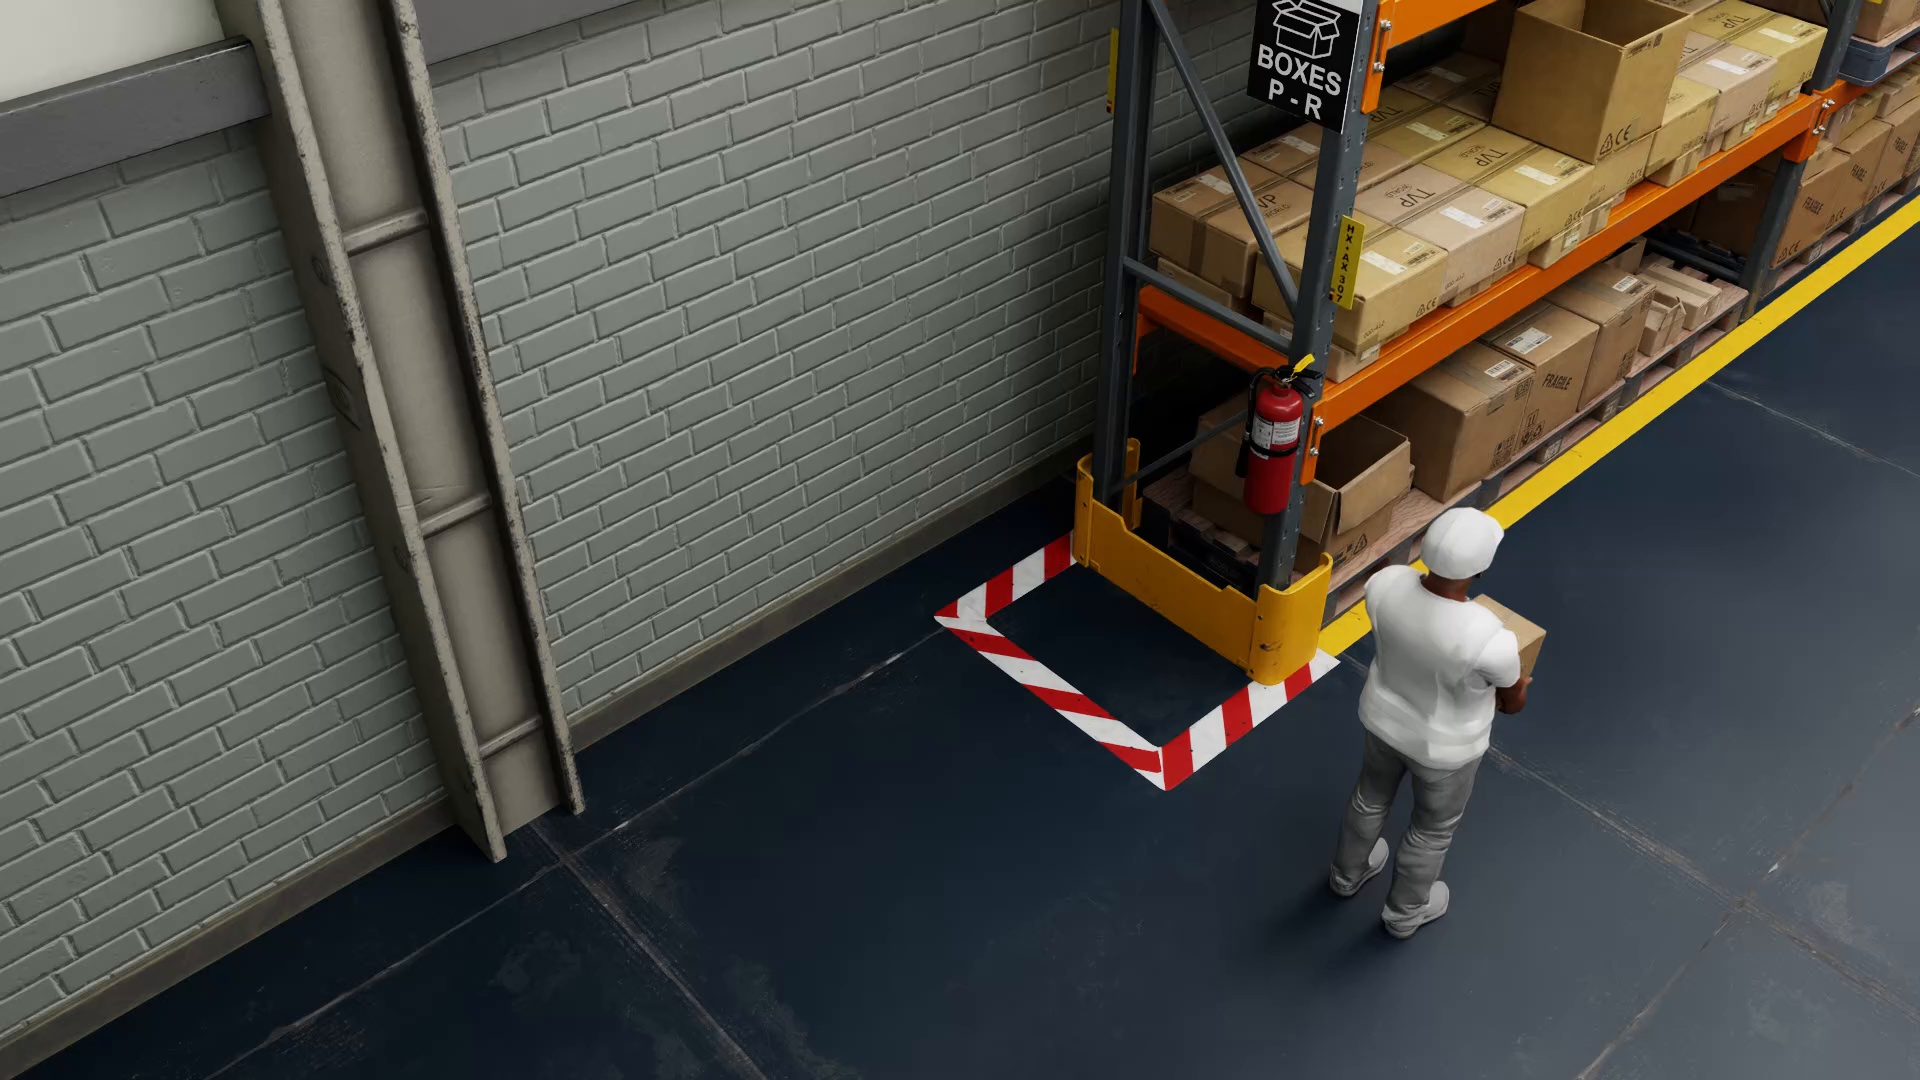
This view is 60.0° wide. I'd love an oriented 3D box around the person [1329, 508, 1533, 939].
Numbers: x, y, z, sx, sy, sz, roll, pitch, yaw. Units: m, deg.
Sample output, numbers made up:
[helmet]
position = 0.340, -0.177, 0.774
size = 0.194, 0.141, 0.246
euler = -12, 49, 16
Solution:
[person]
position = 1.576, 0.554, 5.470
size = 0.575, 1.761, 0.504
euler = -29, 48, -31
